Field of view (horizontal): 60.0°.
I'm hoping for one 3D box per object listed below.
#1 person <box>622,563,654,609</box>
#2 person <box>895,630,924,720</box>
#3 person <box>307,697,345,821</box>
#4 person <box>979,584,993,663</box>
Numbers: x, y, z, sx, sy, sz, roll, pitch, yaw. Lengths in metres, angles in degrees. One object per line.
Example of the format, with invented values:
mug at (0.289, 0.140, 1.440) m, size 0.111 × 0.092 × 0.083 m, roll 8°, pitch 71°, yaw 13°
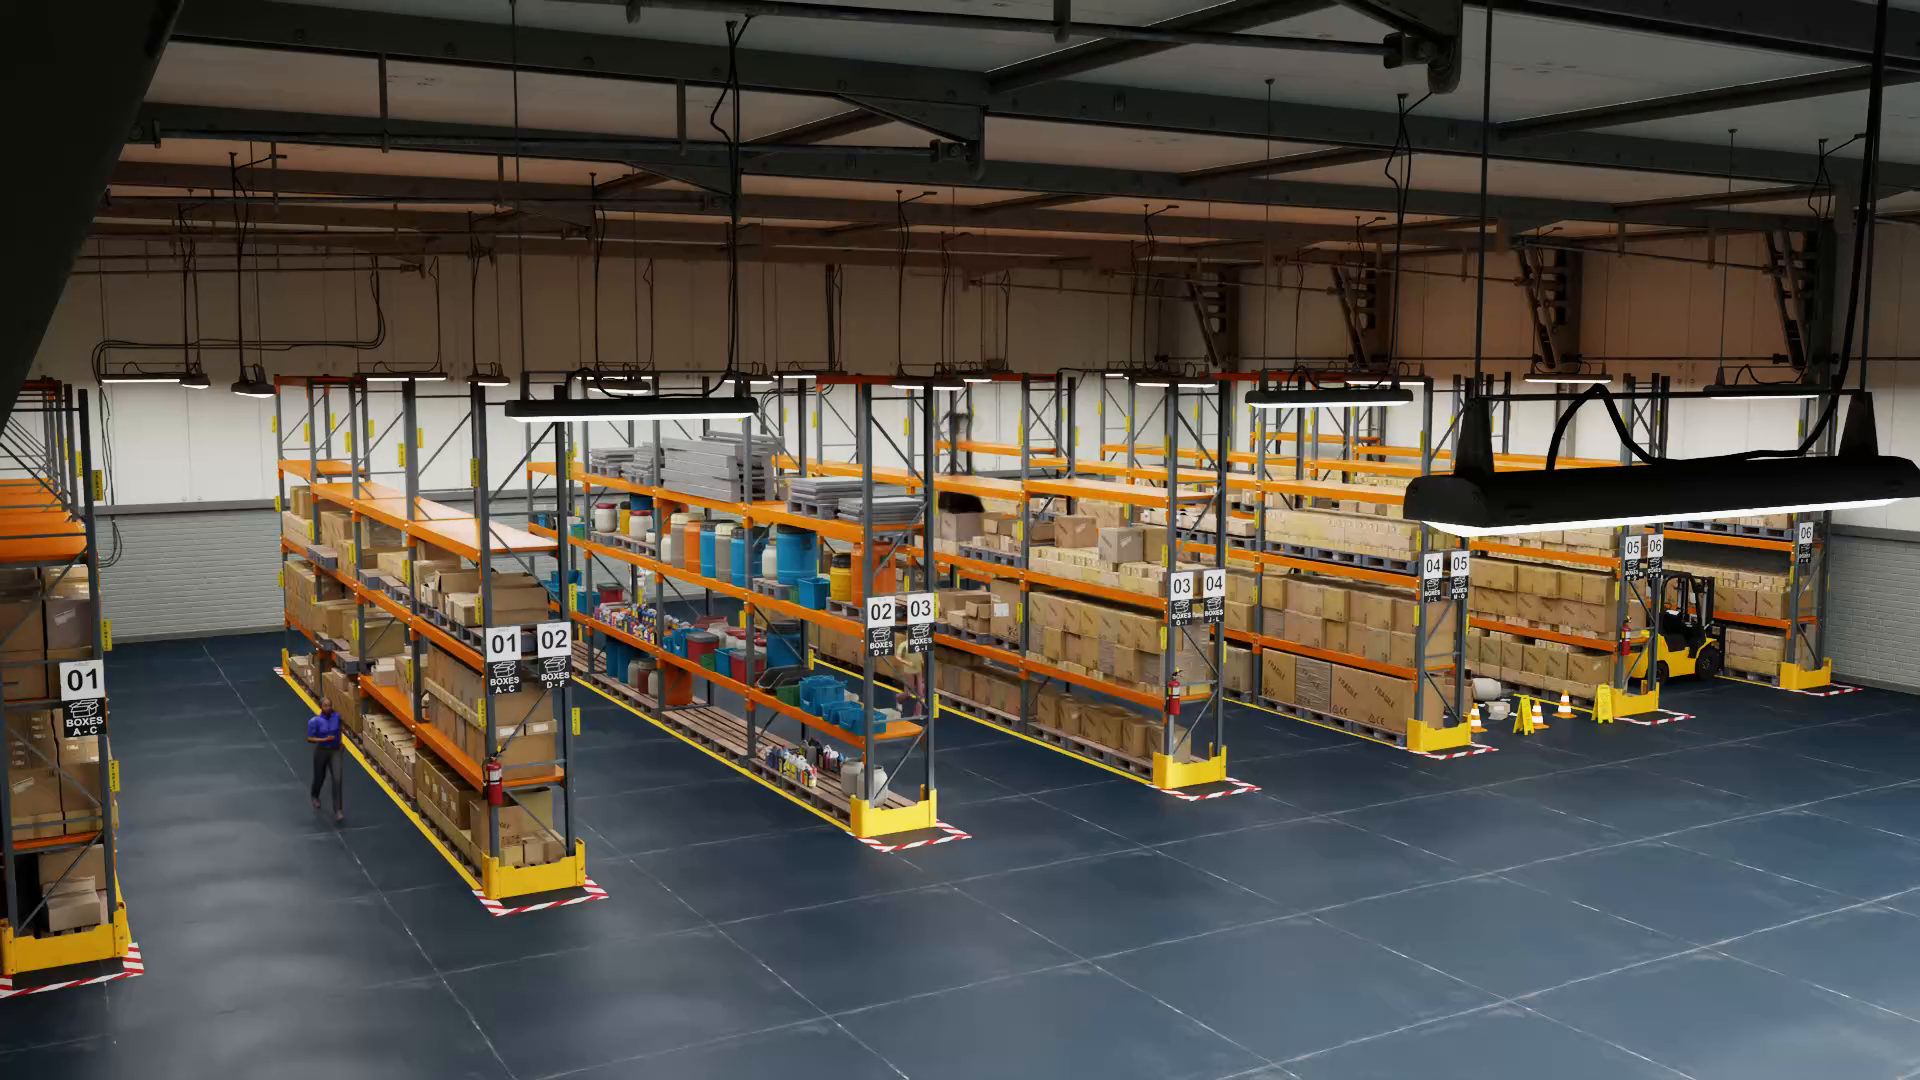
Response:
person at (-7.705, 1.090, 39.583) m, size 0.929 × 1.812 × 0.672 m, roll 0°, pitch 6°, yaw 3°
person at (-0.852, 2.321, 29.266) m, size 0.588 × 1.628 × 0.758 m, roll -4°, pitch 8°, yaw -34°
person at (-8.749, 2.975, 22.958) m, size 0.566 × 1.662 × 0.929 m, roll -5°, pitch 8°, yaw -39°
person at (0.487, 1.736, 34.893) m, size 0.524 × 1.582 × 0.820 m, roll -4°, pitch 7°, yaw -31°
